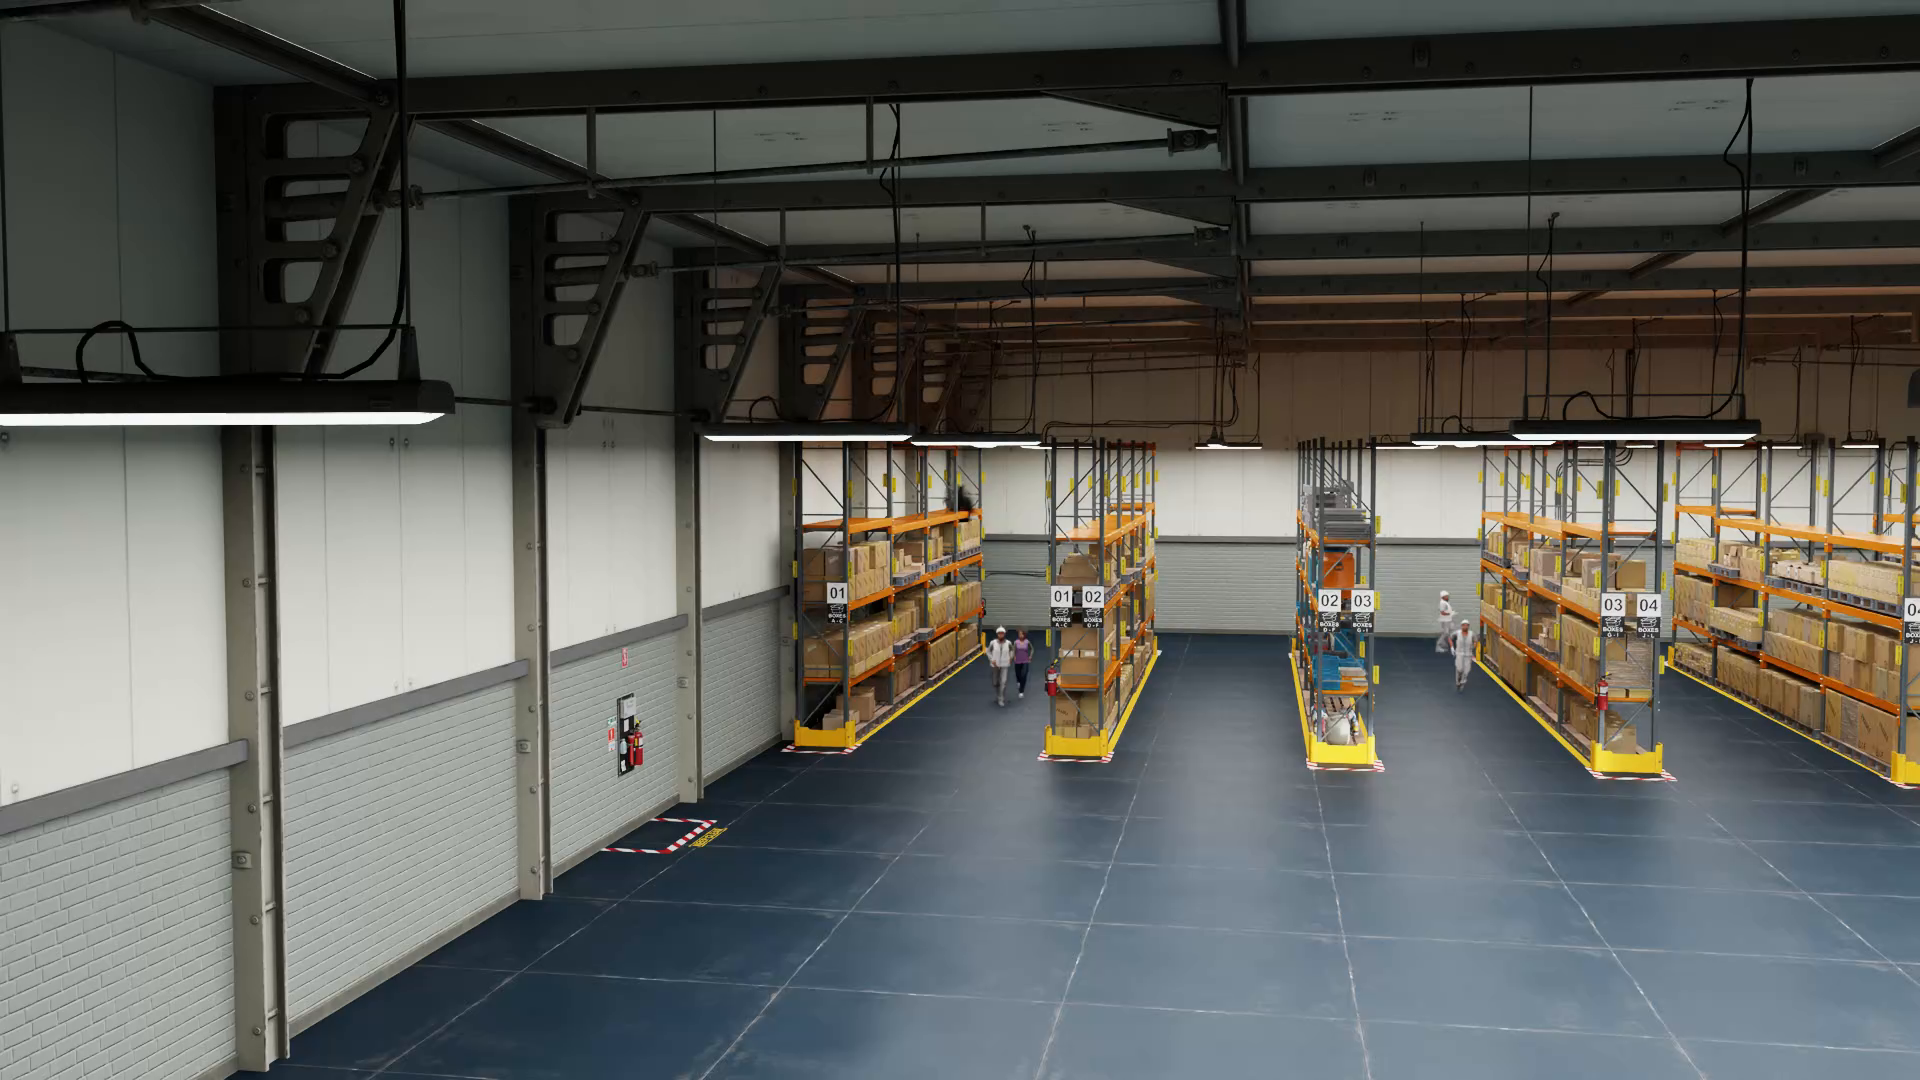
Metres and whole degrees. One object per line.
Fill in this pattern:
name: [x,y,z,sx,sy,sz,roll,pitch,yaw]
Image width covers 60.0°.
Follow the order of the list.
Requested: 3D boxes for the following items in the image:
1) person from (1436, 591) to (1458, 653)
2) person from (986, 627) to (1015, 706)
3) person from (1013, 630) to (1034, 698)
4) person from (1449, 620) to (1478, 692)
person: [13.888,2.335,47.373,0.641,1.776,0.660,2,3,27]
person: [0.923,2.870,37.914,0.642,1.760,1.004,0,3,6]
person: [1.462,2.891,39.005,0.548,1.574,0.730,0,3,5]
person: [11.938,2.748,39.377,0.650,1.736,0.686,0,3,9]
